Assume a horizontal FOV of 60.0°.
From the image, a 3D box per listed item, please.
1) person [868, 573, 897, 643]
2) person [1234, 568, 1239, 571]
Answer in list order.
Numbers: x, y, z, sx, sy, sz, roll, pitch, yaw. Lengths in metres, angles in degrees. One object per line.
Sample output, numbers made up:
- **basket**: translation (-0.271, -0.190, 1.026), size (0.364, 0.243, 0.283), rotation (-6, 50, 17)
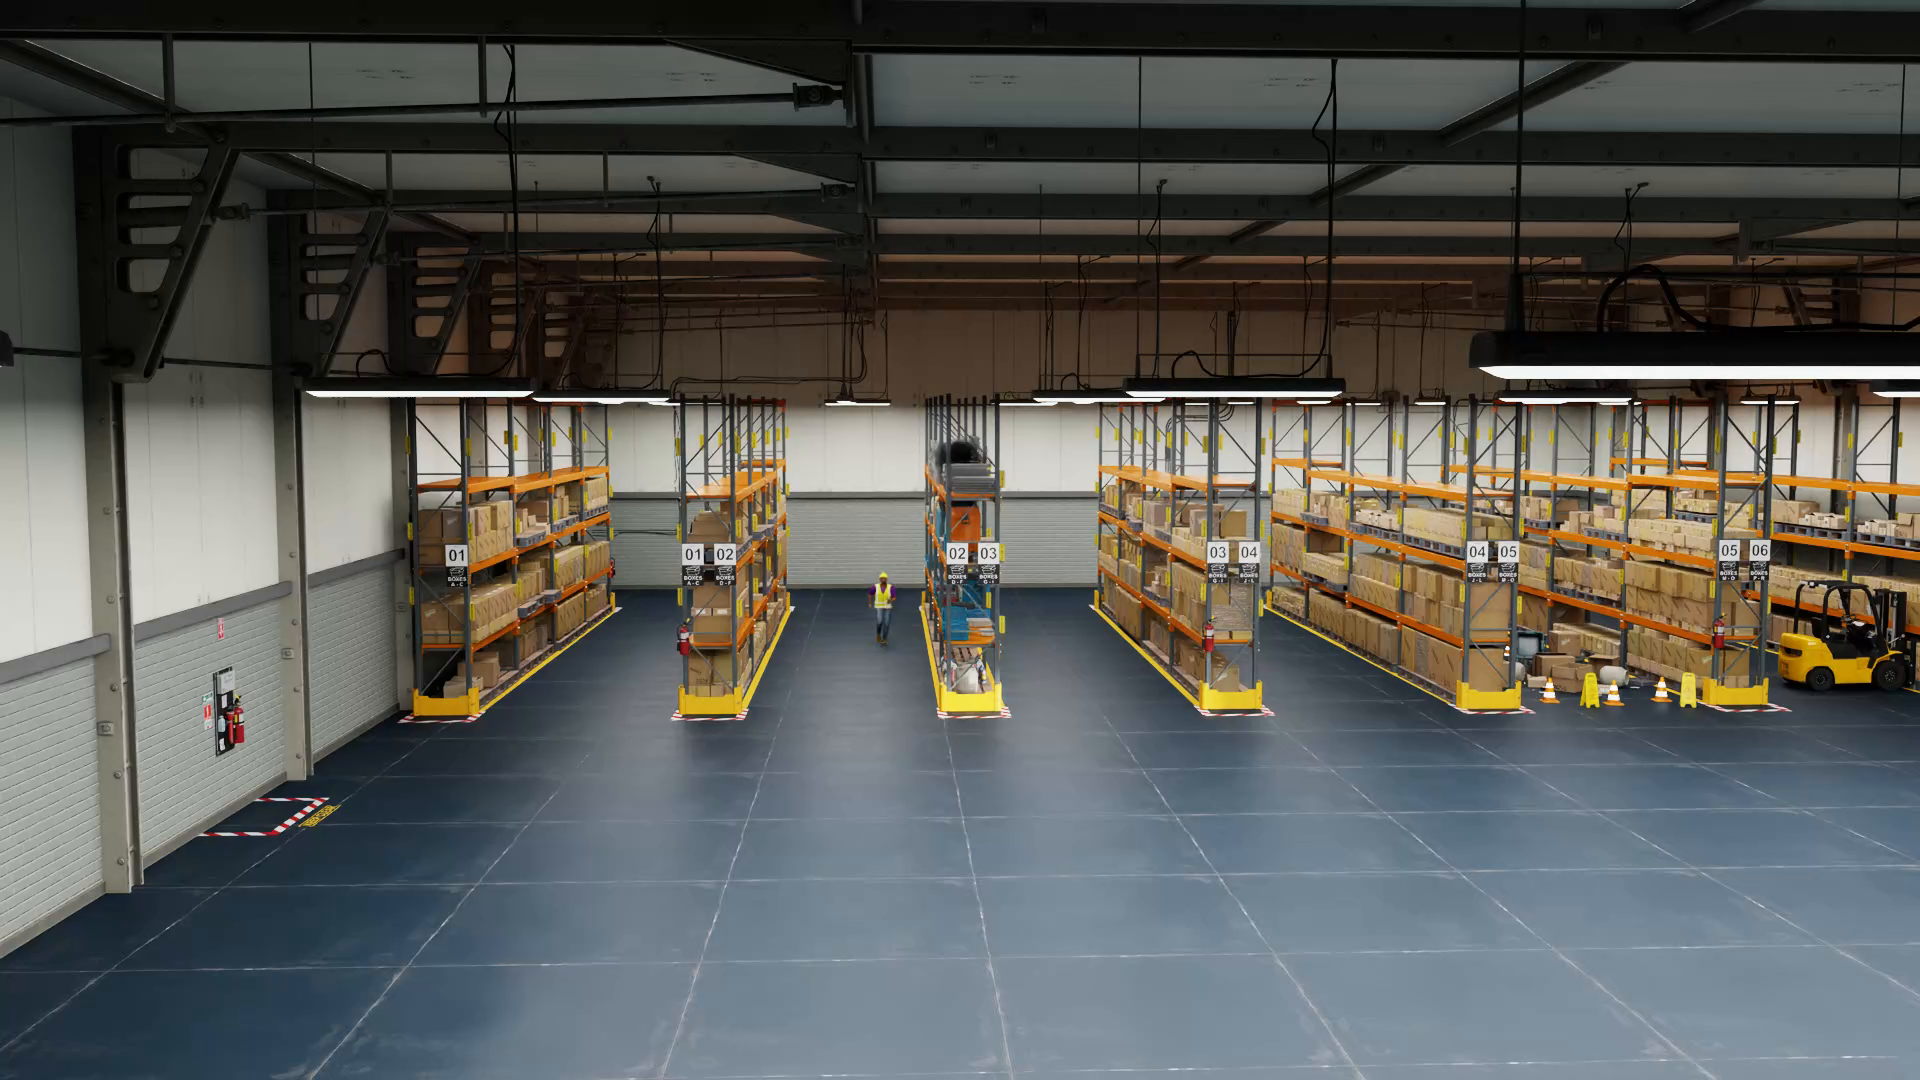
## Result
- **person**: translation (-1.869, 1.658, 40.270), size (0.691, 1.721, 0.639), rotation (0, 5, -6)
- **person**: translation (8.314, 1.046, 48.991), size (0.604, 1.706, 0.679), rotation (3, 5, 31)
